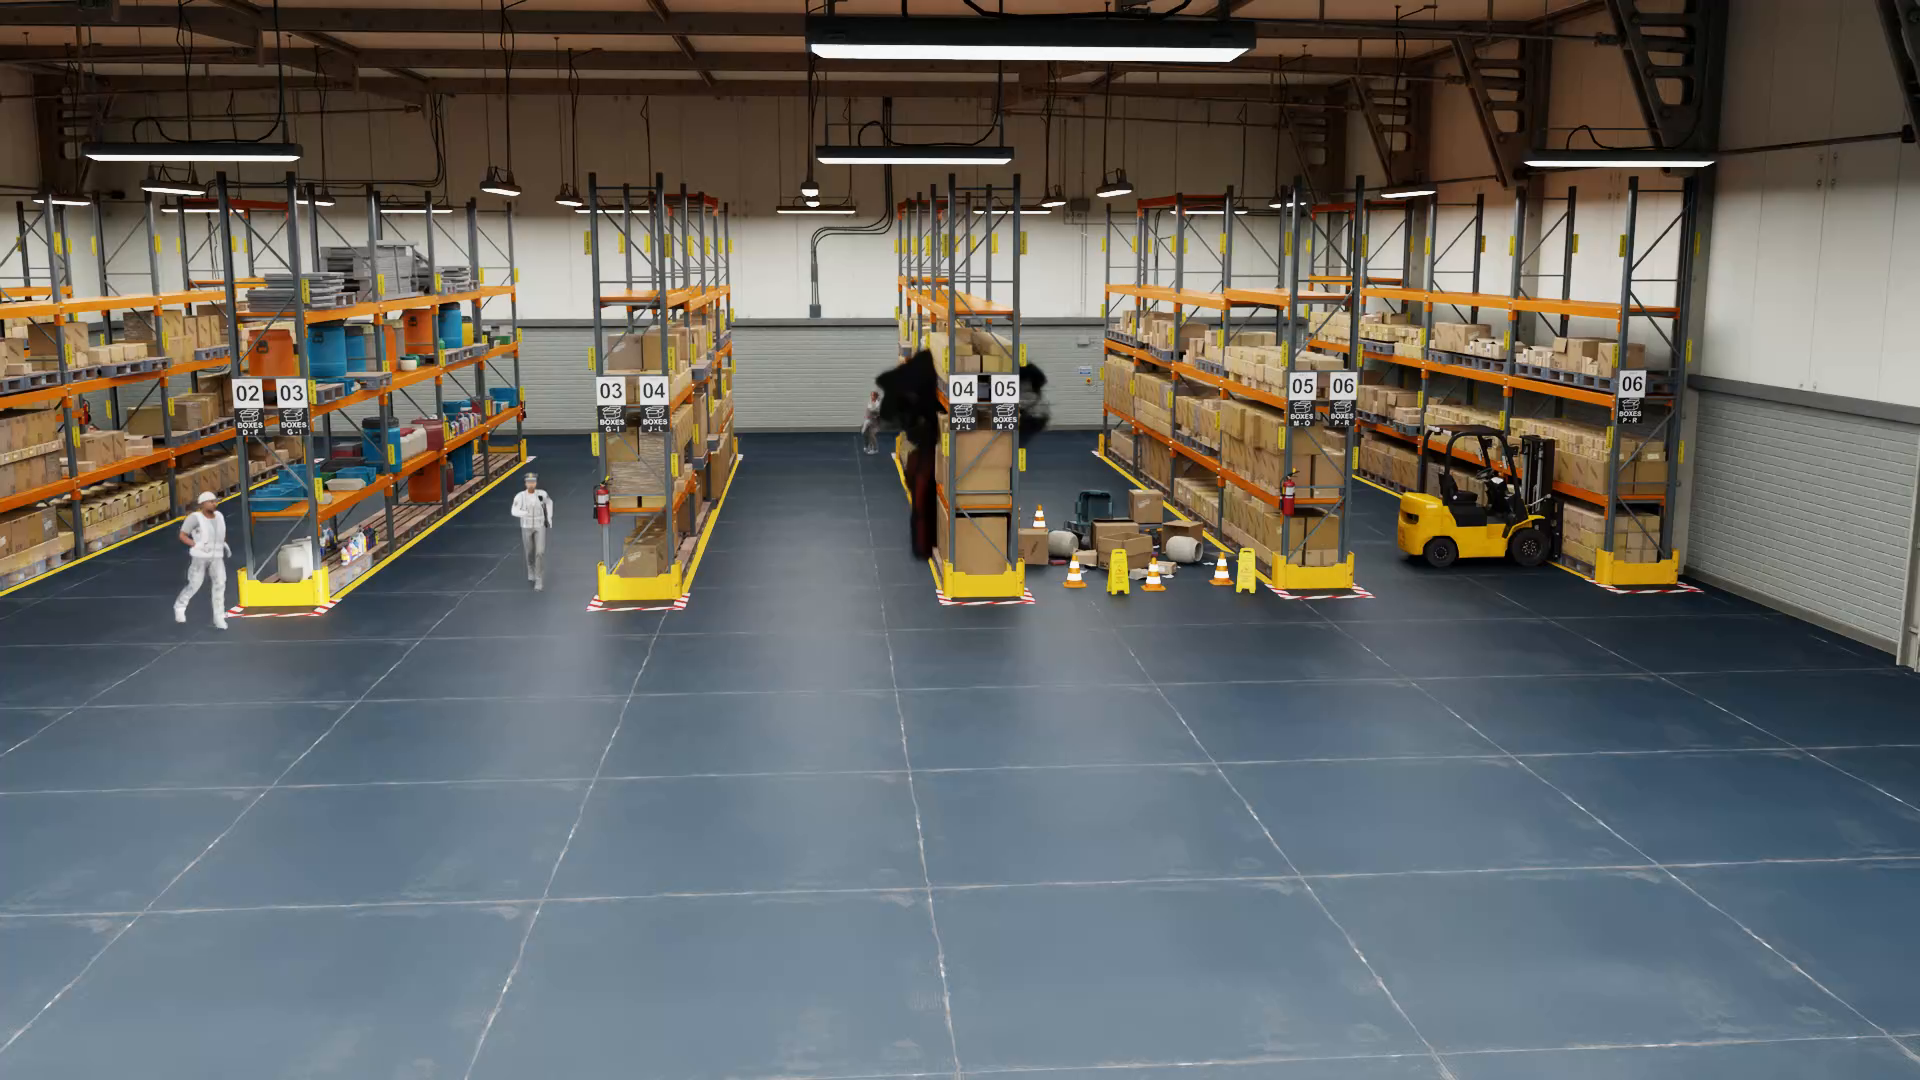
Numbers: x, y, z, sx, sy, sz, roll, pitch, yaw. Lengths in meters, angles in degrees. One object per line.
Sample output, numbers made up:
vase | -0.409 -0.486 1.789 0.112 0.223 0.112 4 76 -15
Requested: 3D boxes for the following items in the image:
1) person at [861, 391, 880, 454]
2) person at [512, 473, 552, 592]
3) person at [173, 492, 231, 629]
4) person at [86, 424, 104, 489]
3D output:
person | -2.128 -2.846 40.315 0.540 1.570 0.594 8 13 38
person | -6.326 -0.158 24.639 0.589 1.715 0.883 -2 10 -14
person | -10.008 0.244 22.175 0.953 1.774 0.739 7 12 34
person | -16.834 -1.462 32.434 0.616 1.612 0.599 -2 10 -10
